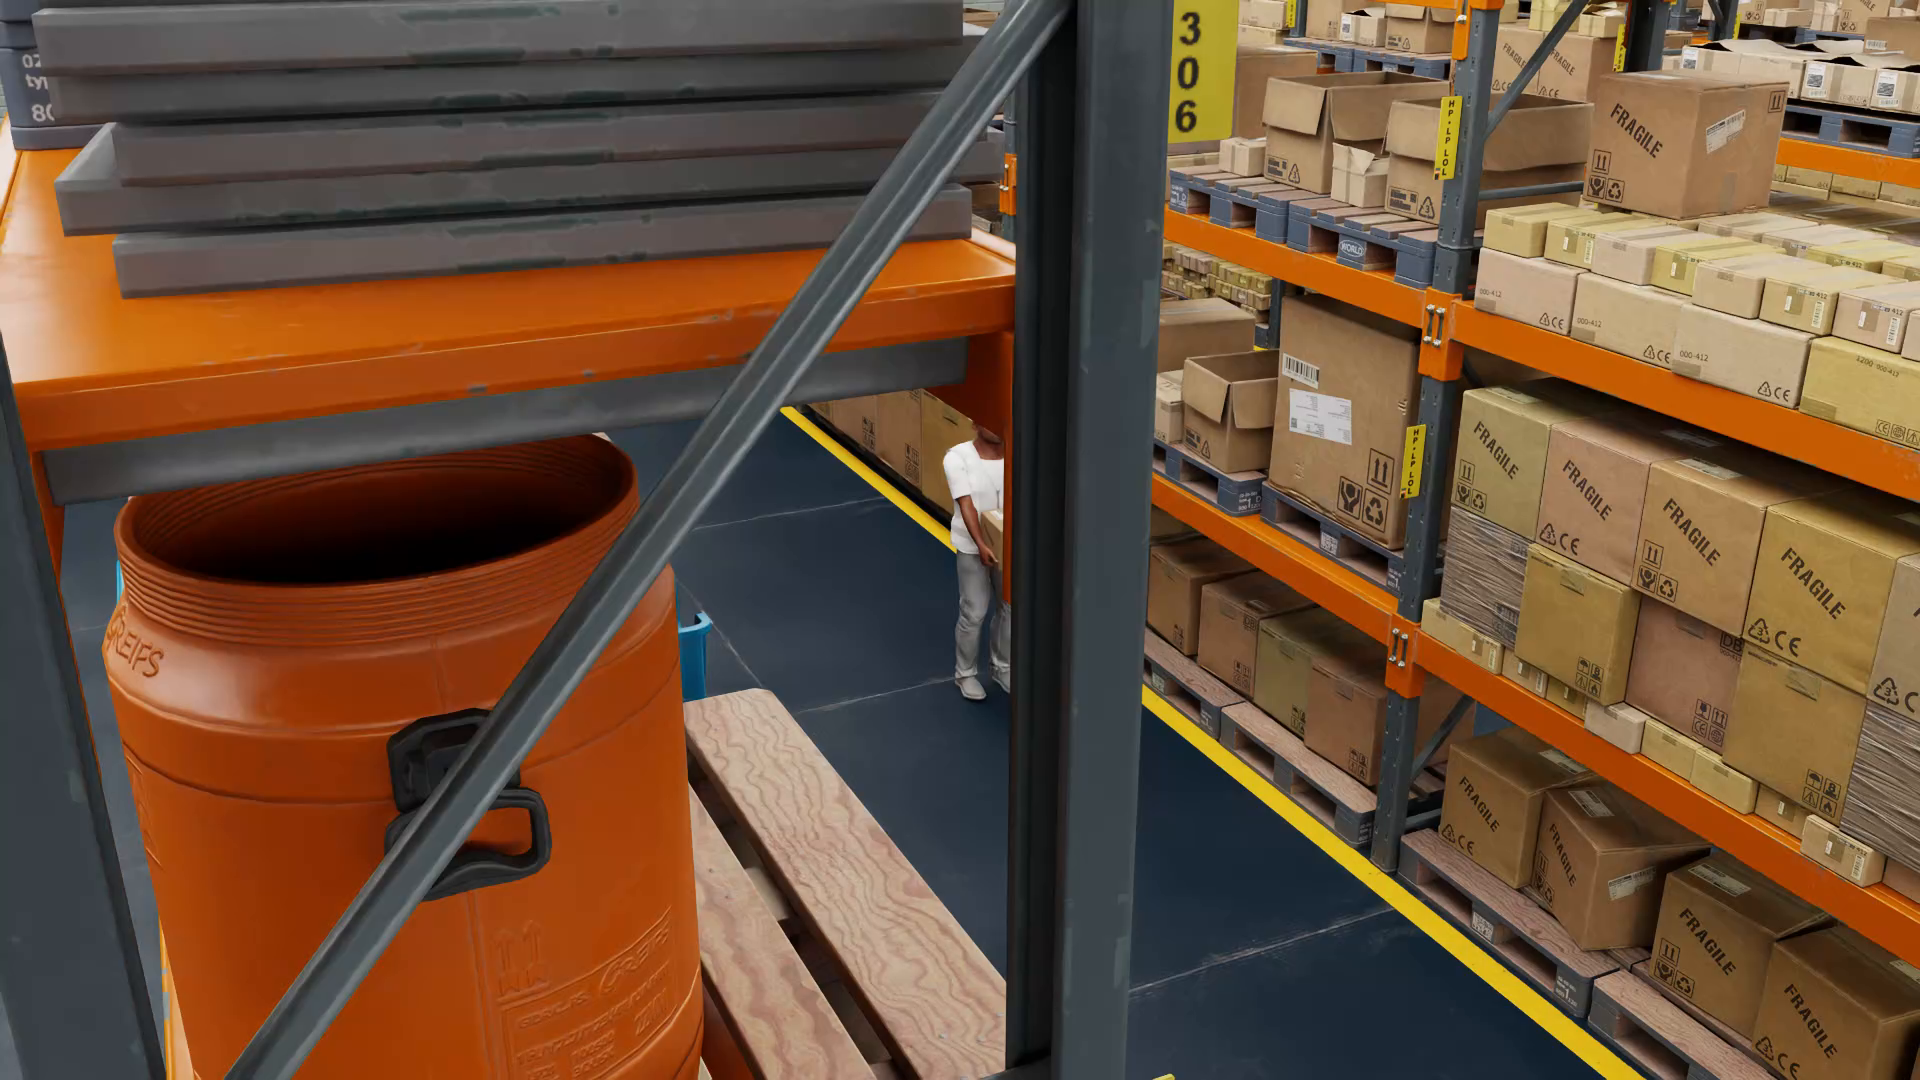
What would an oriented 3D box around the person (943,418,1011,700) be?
[{"bbox_3d":[0.212,0.065,9.406,0.502,1.761,0.587,-10,24,-23],"label":"person"}]
